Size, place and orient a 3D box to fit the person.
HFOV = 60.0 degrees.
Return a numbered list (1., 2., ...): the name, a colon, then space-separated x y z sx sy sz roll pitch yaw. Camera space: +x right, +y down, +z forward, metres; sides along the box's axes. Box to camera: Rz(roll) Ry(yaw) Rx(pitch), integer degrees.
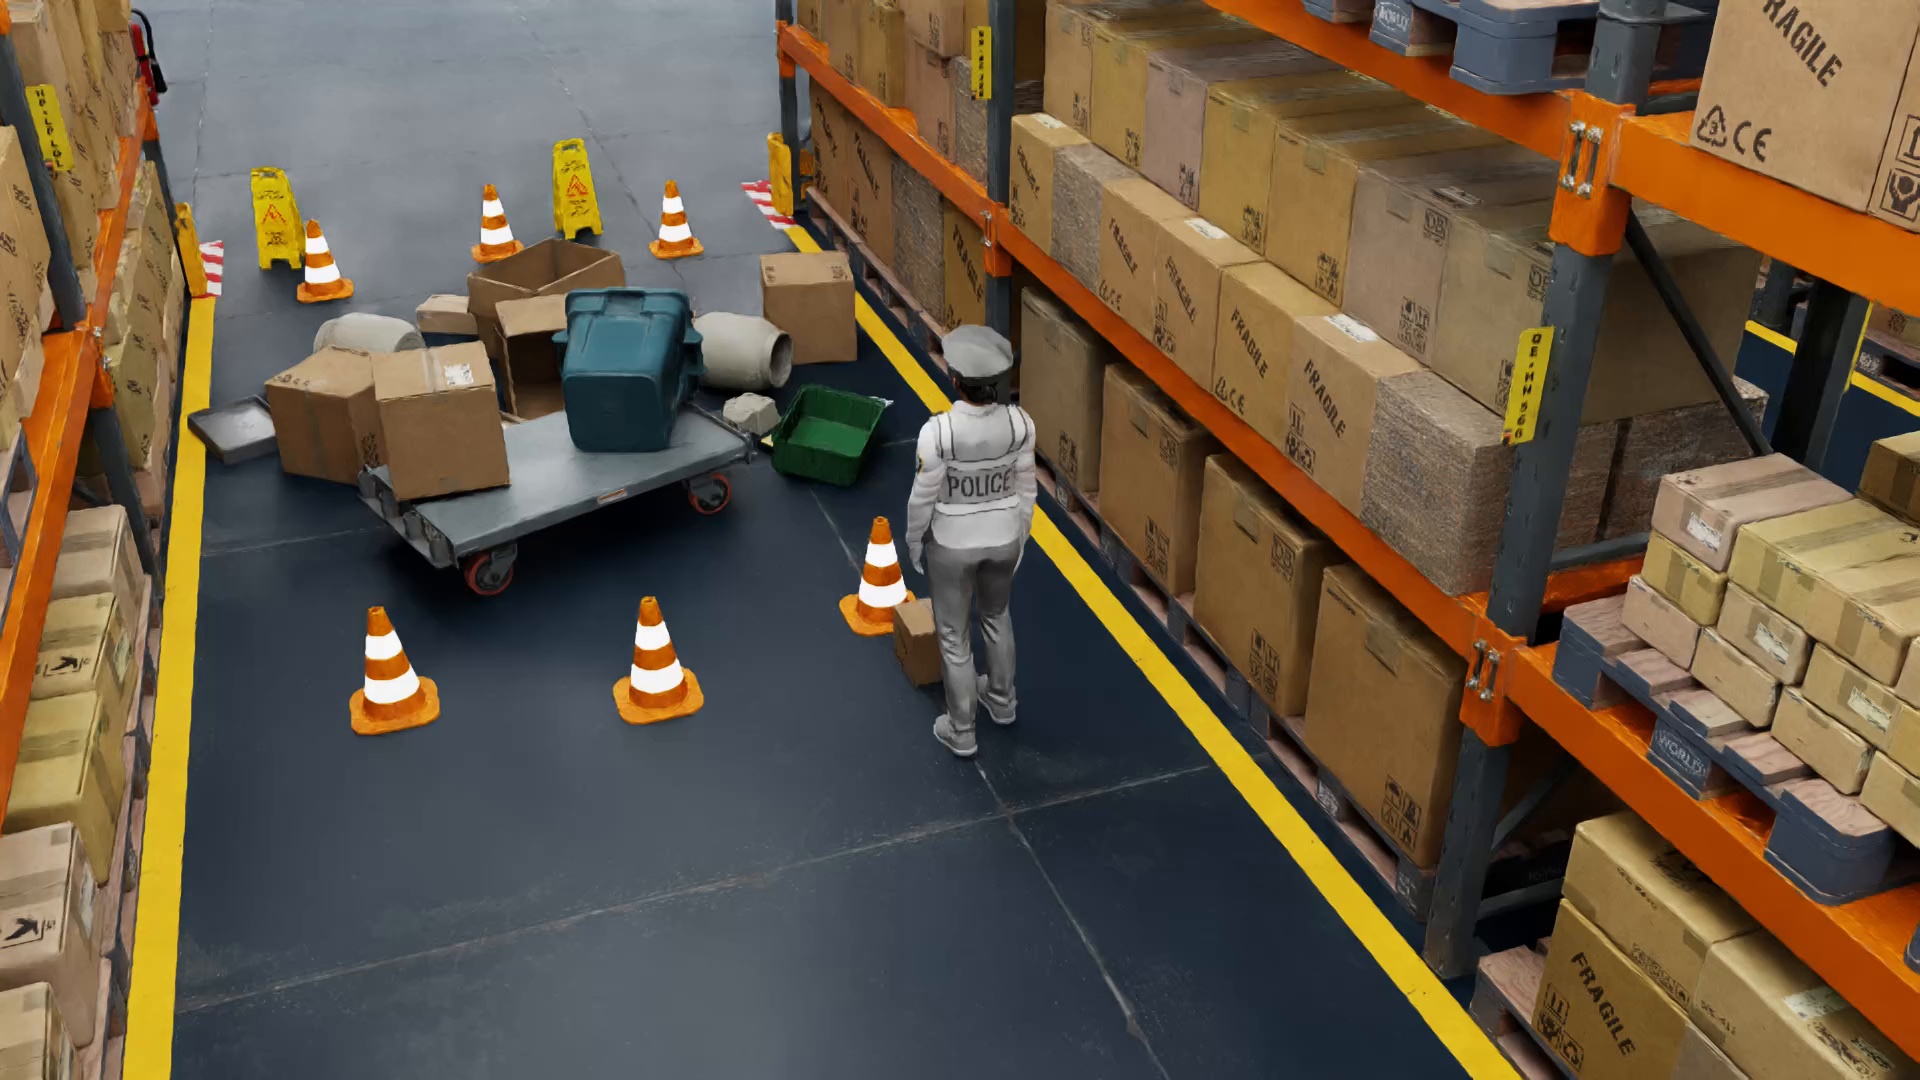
1. person: 0.034 0.003 6.127 0.473 1.690 0.432 -10 31 -17
